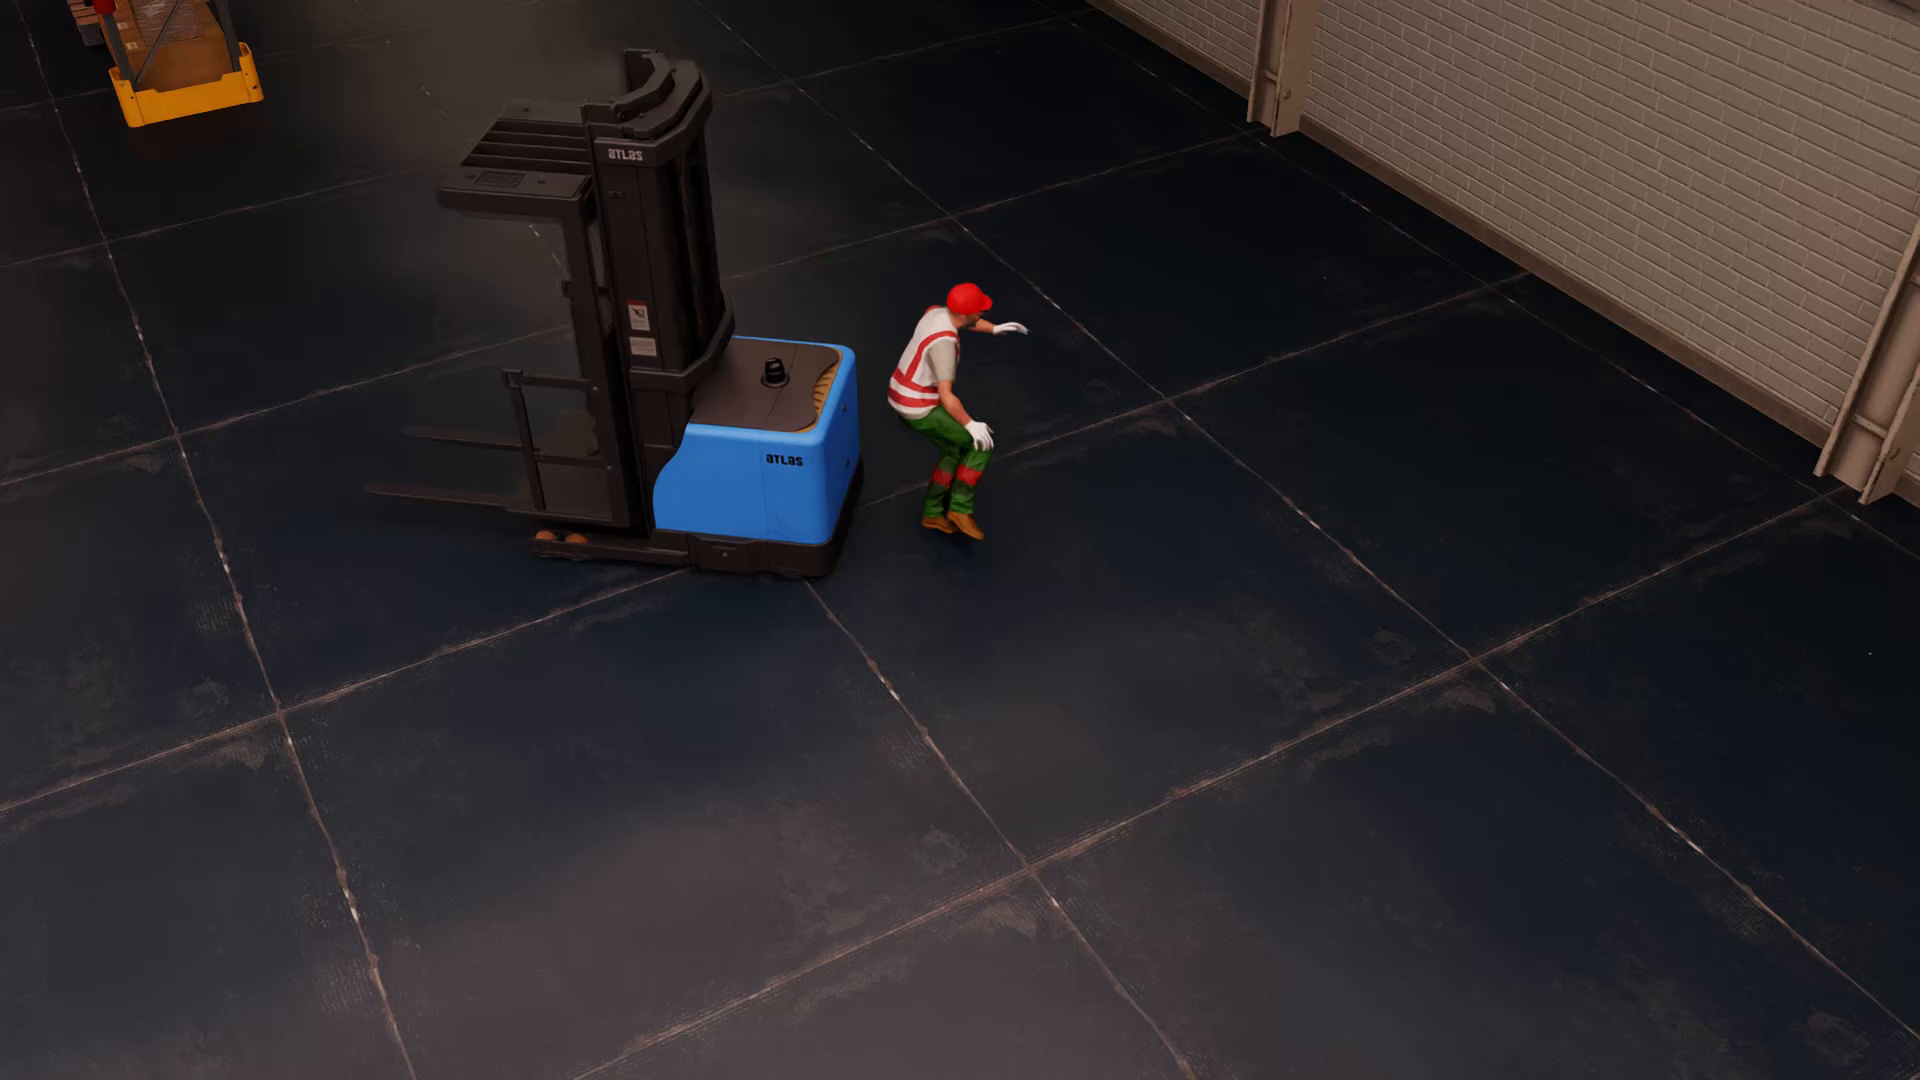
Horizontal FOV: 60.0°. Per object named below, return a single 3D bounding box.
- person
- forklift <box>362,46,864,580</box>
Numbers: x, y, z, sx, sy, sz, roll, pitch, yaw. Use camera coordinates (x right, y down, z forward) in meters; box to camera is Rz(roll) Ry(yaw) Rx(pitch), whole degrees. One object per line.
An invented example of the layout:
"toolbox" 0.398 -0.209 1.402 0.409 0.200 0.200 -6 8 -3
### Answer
"person" 0.052 -0.822 10.137 0.919 1.528 1.067 -11 41 -13
"forklift" -2.182 -1.326 9.635 3.031 2.935 1.130 6 40 7
